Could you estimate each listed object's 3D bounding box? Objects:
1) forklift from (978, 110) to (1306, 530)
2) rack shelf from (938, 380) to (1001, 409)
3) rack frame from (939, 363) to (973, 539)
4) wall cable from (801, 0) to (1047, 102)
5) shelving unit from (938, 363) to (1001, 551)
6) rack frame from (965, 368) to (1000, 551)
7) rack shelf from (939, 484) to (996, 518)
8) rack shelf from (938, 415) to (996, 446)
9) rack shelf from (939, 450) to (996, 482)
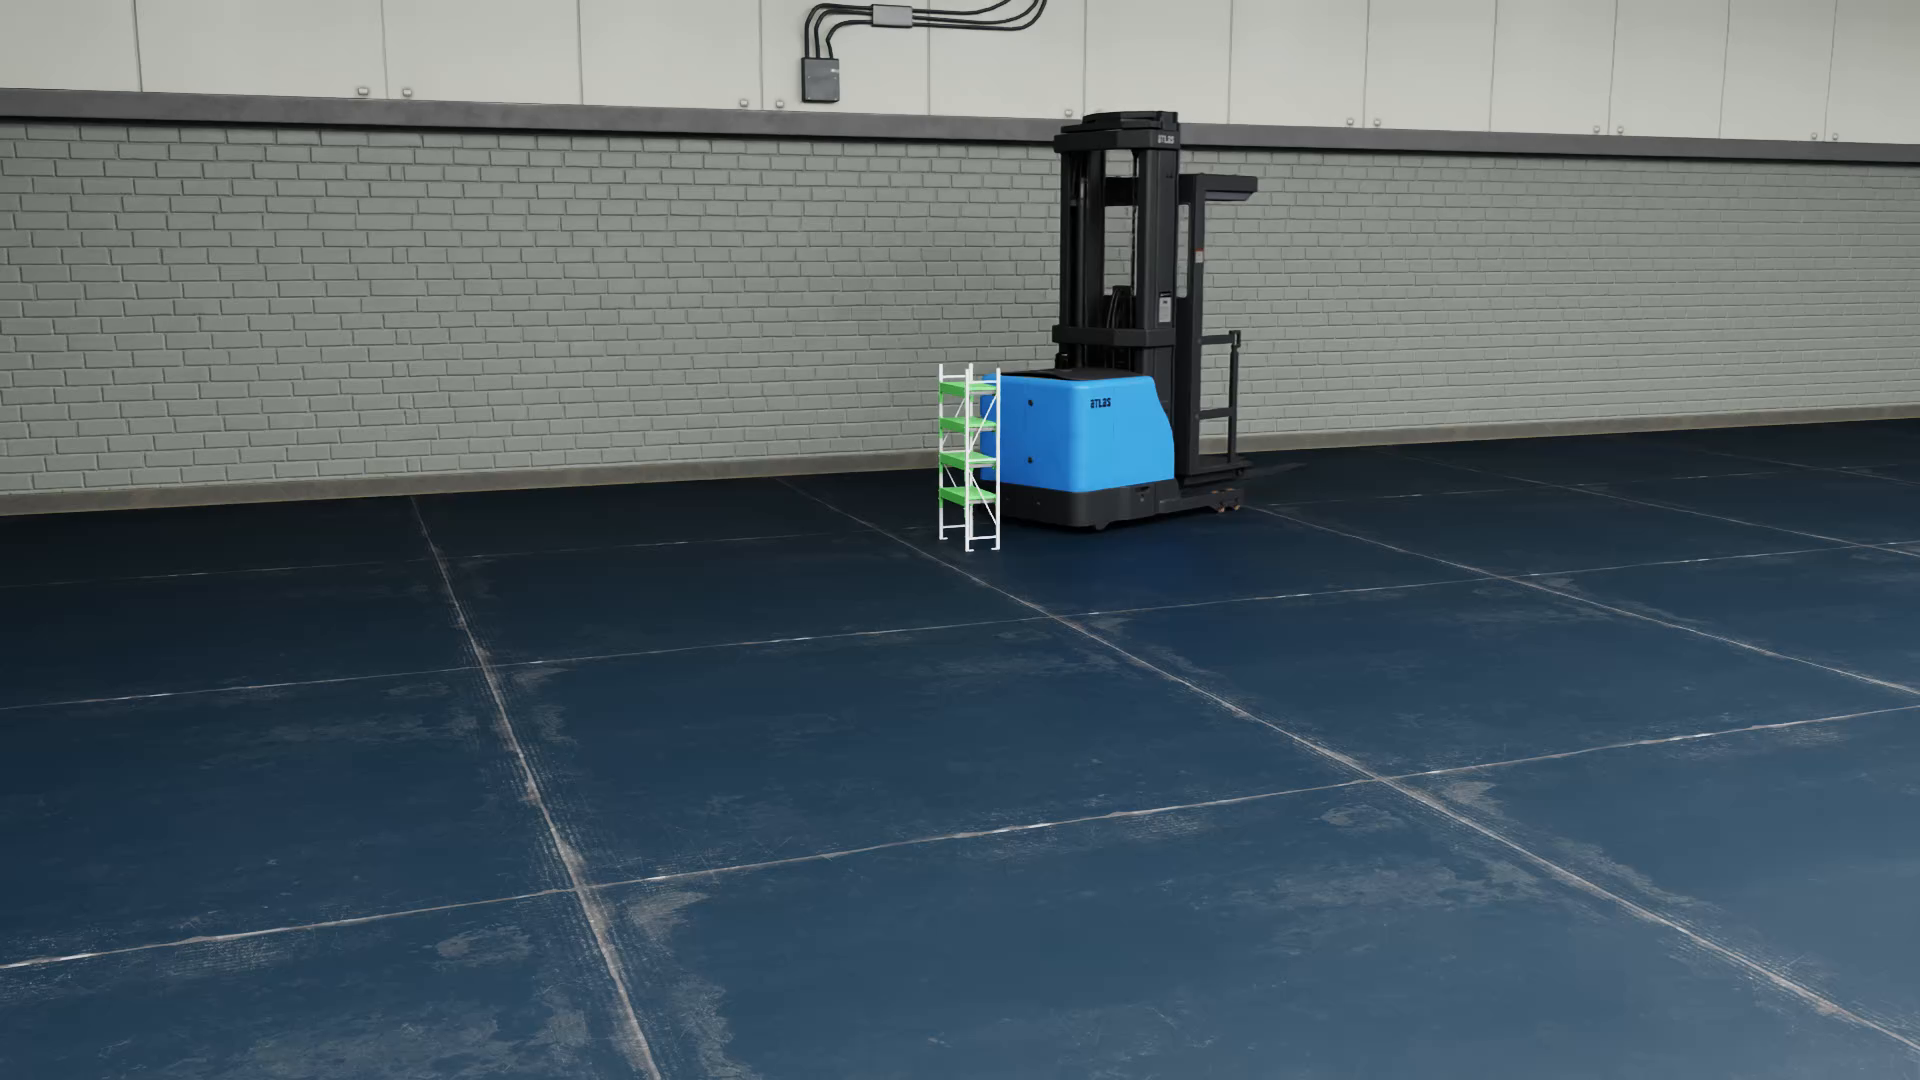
[{"bbox_3d":[1.534,-1.706,12.643,3.031,2.935,1.130,-10,14,-44],"label":"forklift"},{"bbox_3d":[0.060,-0.973,11.090,0.258,0.148,0.480,-4,11,-21],"label":"rack shelf"},{"bbox_3d":[-0.028,-0.604,11.387,0.240,1.200,0.015,-4,11,-21],"label":"rack frame"},{"bbox_3d":[-0.245,-6.749,13.955,2.305,6.003,0.169,-4,11,-21],"label":"wall cable"},{"bbox_3d":[0.060,-0.564,11.163,0.258,1.200,0.503,-4,11,-21],"label":"shelving unit"},{"bbox_3d":[0.148,-0.524,10.939,0.240,1.200,0.015,-4,11,-21],"label":"rack frame"},{"bbox_3d":[0.060,-0.265,11.216,0.258,0.148,0.480,-4,11,-21],"label":"rack shelf"},{"bbox_3d":[0.060,-0.737,11.132,0.258,0.148,0.480,-4,11,-21],"label":"rack shelf"},{"bbox_3d":[0.060,-0.501,11.174,0.258,0.148,0.480,-4,11,-21],"label":"rack shelf"}]
